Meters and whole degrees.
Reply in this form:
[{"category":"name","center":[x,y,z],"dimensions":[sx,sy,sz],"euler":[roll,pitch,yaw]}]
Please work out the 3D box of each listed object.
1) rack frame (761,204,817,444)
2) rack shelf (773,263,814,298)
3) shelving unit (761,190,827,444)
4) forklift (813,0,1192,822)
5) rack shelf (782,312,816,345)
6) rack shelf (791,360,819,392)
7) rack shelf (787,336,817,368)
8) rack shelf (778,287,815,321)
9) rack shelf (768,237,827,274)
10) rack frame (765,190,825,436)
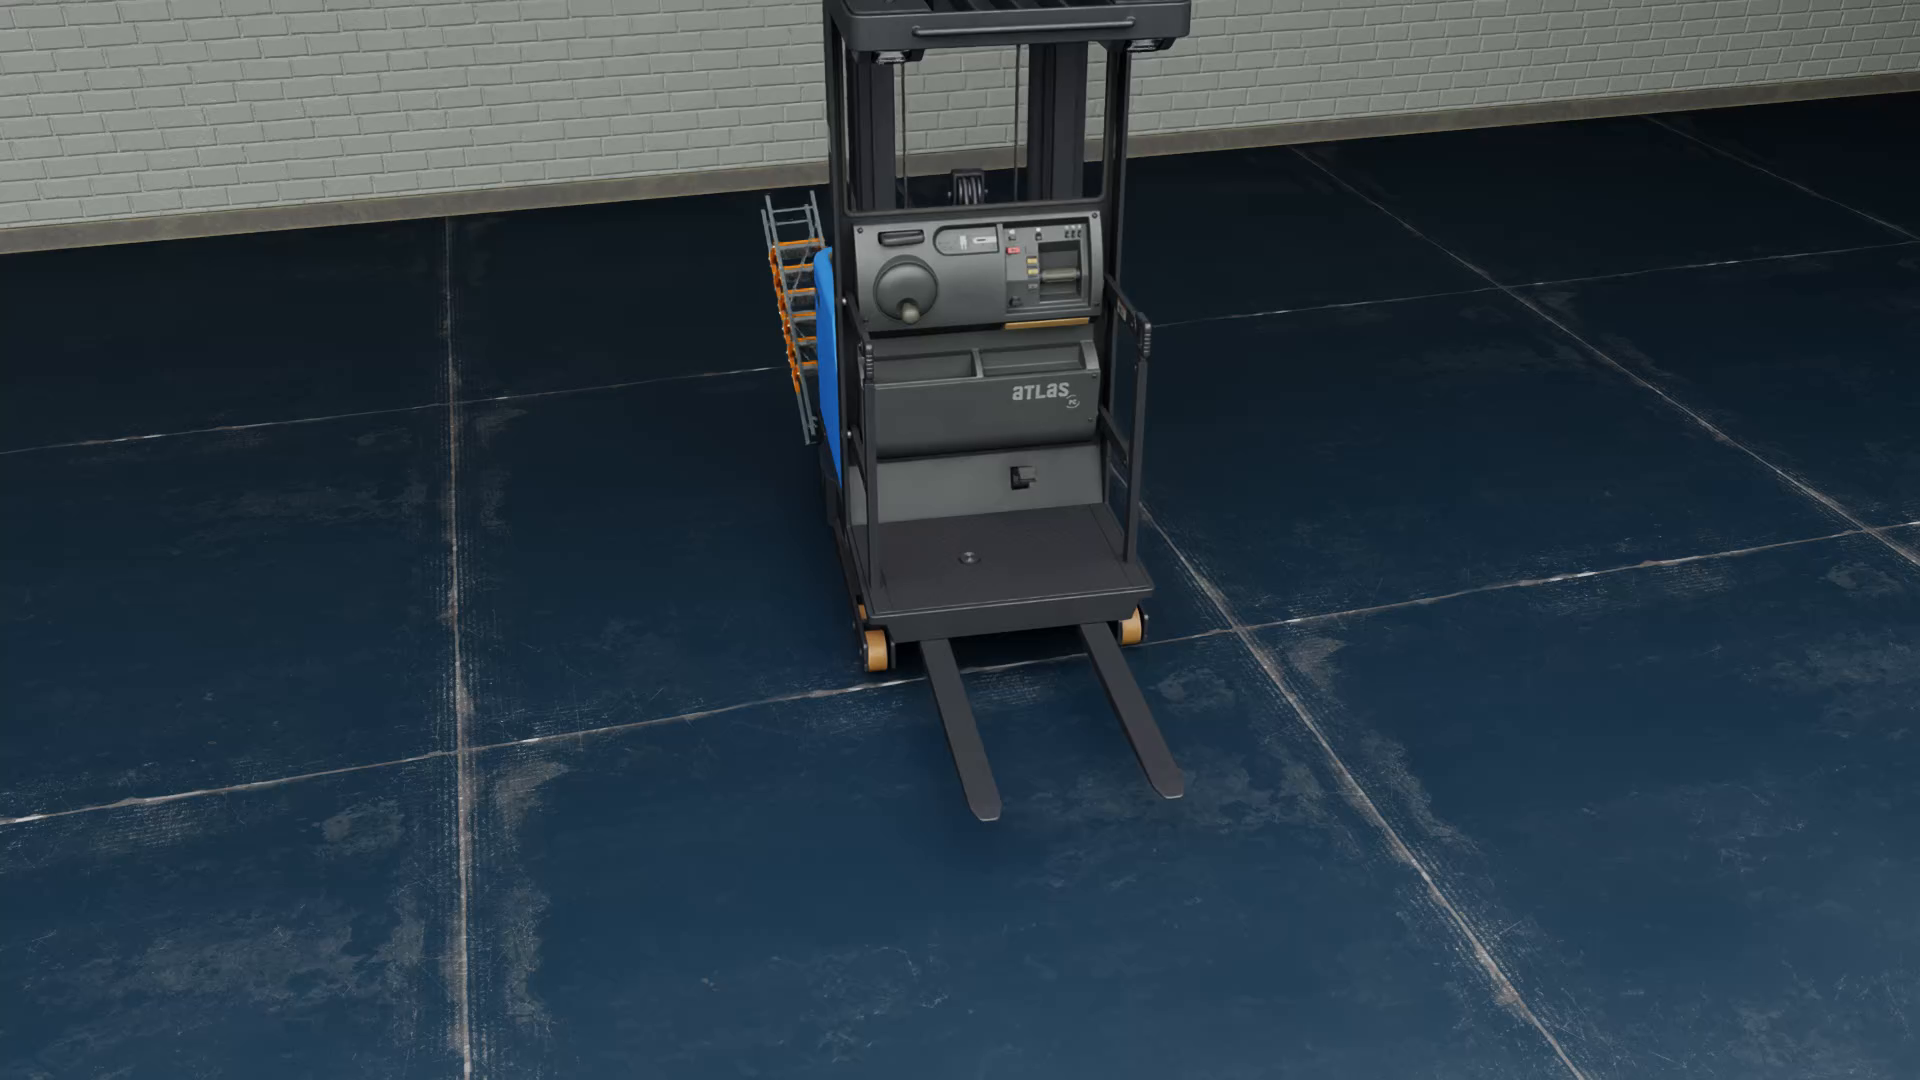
[{"category":"rack frame","center":[-0.748,-1.065,8.148],"dimensions":[0.240,1.200,0.006],"euler":[-10,-8,-15]},{"category":"rack shelf","center":[-0.766,-1.271,8.086],"dimensions":[0.258,0.103,0.180],"euler":[-10,-8,-15]},{"category":"shelving unit","center":[-0.727,-1.081,8.061],"dimensions":[0.258,1.200,0.189],"euler":[-10,-8,-15]},{"category":"forklift","center":[0.115,-0.961,5.985],"dimensions":[1.130,2.935,3.031],"euler":[-5,30,-9]},{"category":"rack shelf","center":[-0.719,-1.037,8.055],"dimensions":[0.258,0.103,0.180],"euler":[-10,-8,-15]},{"category":"rack shelf","center":[-0.671,-0.804,8.025],"dimensions":[0.258,0.103,0.180],"euler":[-10,-8,-15]},{"category":"rack shelf","center":[-0.695,-0.921,8.040],"dimensions":[0.258,0.103,0.180],"euler":[-10,-8,-15]},{"category":"rack shelf","center":[-0.742,-1.154,8.070],"dimensions":[0.258,0.103,0.180],"euler":[-10,-8,-15]},{"category":"rack shelf","center":[-0.790,-1.387,8.101],"dimensions":[0.258,0.103,0.180],"euler":[-10,-8,-15]},{"category":"rack frame","center":[-0.707,-1.096,7.973],"dimensions":[0.240,1.200,0.006],"euler":[-10,-8,-15]}]
